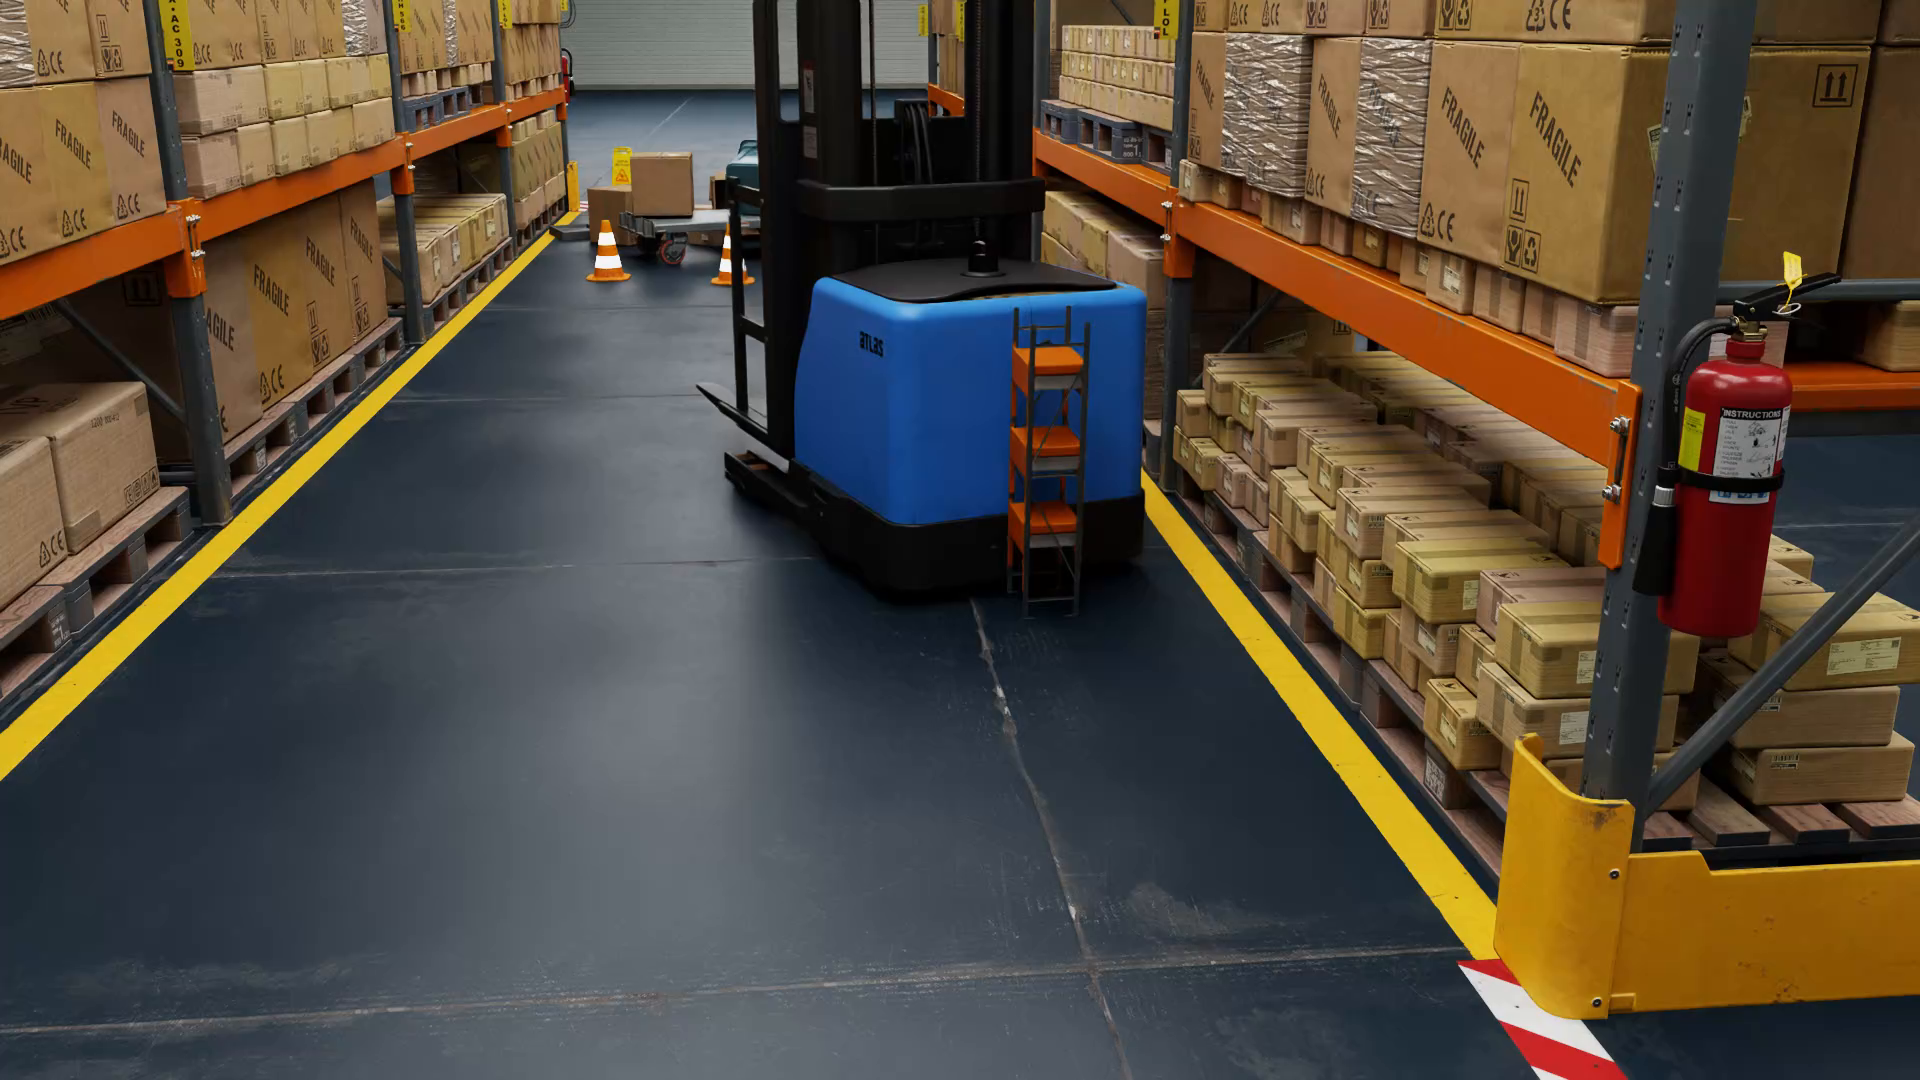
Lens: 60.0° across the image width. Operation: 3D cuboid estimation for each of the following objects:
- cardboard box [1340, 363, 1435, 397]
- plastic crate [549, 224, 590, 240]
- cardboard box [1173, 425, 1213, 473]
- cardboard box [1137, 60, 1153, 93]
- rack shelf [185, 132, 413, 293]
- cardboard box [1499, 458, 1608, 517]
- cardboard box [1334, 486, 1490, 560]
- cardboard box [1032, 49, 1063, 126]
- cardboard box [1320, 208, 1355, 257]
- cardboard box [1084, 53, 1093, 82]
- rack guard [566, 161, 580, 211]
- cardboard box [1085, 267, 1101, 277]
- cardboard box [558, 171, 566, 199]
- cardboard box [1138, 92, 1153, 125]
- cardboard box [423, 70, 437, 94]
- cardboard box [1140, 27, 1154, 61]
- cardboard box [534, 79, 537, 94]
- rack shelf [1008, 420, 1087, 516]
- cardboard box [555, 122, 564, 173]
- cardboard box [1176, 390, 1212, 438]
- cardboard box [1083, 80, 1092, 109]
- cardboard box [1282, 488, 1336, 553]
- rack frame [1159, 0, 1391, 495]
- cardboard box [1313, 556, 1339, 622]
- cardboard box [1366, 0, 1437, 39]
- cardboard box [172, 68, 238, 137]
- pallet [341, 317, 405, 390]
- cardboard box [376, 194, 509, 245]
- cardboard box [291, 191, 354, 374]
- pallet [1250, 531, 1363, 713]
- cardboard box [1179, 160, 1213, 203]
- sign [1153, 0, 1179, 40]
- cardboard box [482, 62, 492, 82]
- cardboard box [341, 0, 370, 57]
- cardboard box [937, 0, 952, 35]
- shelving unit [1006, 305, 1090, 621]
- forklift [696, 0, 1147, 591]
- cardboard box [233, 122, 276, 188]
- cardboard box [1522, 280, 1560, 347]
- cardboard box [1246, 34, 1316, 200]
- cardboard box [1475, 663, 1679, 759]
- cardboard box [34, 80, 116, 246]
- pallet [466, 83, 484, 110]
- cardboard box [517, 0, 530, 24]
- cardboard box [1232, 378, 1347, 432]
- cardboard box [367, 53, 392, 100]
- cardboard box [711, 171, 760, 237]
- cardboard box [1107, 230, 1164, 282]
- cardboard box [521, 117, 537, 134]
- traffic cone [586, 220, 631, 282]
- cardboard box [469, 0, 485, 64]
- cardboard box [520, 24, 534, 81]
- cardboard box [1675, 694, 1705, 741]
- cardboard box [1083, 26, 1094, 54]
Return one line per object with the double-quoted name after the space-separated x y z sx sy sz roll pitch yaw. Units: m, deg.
1.752 -0.615 6.692 0.380 0.149 0.250 -2 17 -5 "cardboard box"
-3.694 -2.964 15.985 0.402 0.080 0.583 -8 19 -25 "plastic crate"
1.109 -0.385 6.955 0.380 0.149 0.250 -3 18 -8 "cardboard box"
1.069 -2.232 8.001 0.380 0.149 0.250 -2 18 -7 "cardboard box"
-3.729 -1.733 8.391 1.077 0.370 4.000 -2 18 -6 "rack shelf"
1.932 -0.154 5.224 0.380 0.149 0.250 -2 17 -5 "cardboard box"
1.328 -0.053 4.903 0.380 0.149 0.250 -1 17 -4 "cardboard box"
0.664 -3.029 11.150 0.500 0.500 0.500 -2 18 -6 "cardboard box"
1.352 -0.980 5.210 0.380 0.149 0.250 -1 17 -4 "cardboard box"
0.915 -2.692 9.466 0.380 0.149 0.250 -2 18 -5 "cardboard box"
-4.752 -3.840 18.075 1.175 0.500 0.348 -2 18 -6 "rack guard"
0.963 -1.190 8.931 0.500 0.500 0.500 -2 18 -7 "cardboard box"
-4.407 -3.704 17.358 0.500 0.250 0.500 -2 18 -6 "cardboard box"
1.076 -2.083 8.021 0.380 0.149 0.250 -3 18 -8 "cardboard box"
-3.770 -3.106 11.281 0.380 0.149 0.250 -2 18 -5 "cardboard box"
1.074 -2.377 7.965 0.380 0.149 0.250 -2 18 -6 "cardboard box"
-4.238 -4.303 15.796 0.380 0.149 0.250 -2 18 -6 "cardboard box"
0.298 -0.250 5.732 0.215 0.259 0.240 -3 21 -11 "rack shelf"
-4.418 -4.071 17.275 0.500 0.500 0.500 -2 18 -5 "cardboard box"
1.110 -0.528 6.912 0.380 0.149 0.250 -1 17 -3 "cardboard box"
0.909 -2.555 9.527 0.380 0.149 0.250 -1 17 -3 "cardboard box"
1.279 -0.069 5.451 0.380 0.149 0.250 -2 18 -5 "cardboard box"
1.391 -1.663 6.968 1.000 3.000 0.127 -2 18 -6 "rack frame"
1.337 0.154 5.238 0.380 0.149 0.250 -1 17 -5 "cardboard box"
1.394 -1.573 4.346 0.500 0.500 0.500 -1 17 -3 "cardboard box"
-3.287 -1.787 6.778 0.500 0.250 0.500 -2 18 -7 "cardboard box"
-3.929 -1.105 9.843 1.003 0.211 1.213 -2 18 -6 "pallet"
-4.291 -2.654 13.810 0.950 0.372 0.625 -2 17 -5 "cardboard box"
-3.859 -1.385 8.926 0.875 0.875 0.875 -2 17 -5 "cardboard box"
1.624 0.230 5.591 1.003 0.211 1.213 -2 18 -6 "pallet"
1.094 -1.449 6.704 0.380 0.149 0.250 -1 17 -4 "cardboard box"
0.839 -2.198 6.736 0.100 0.325 0.005 -2 18 -6 "sign"
-4.020 -3.800 13.490 0.380 0.149 0.250 -2 17 -5 "cardboard box"
-3.561 -2.898 9.065 0.500 0.500 0.500 -1 17 -5 "cardboard box"
0.224 -5.382 16.758 0.875 0.550 0.550 -2 18 -6 "cardboard box"
0.298 -0.260 5.728 0.215 1.050 0.252 -3 21 -11 "shelving unit"
-0.392 -1.615 6.929 1.130 2.935 3.031 -8 19 -24 "forklift"
-3.360 -1.702 7.342 0.500 0.250 0.500 -2 18 -7 "cardboard box"
1.500 -0.516 3.731 0.380 0.149 0.250 -2 18 -6 "cardboard box"
1.265 -1.399 5.463 0.500 0.500 0.500 -2 18 -7 "cardboard box"
1.465 0.398 3.964 0.380 0.149 0.250 -2 18 -7 "cardboard box"
-3.162 -1.245 5.467 0.500 0.500 0.500 -2 18 -7 "cardboard box"
-4.414 -3.540 13.266 1.003 0.211 1.213 -2 18 -6 "pallet"
-4.208 -4.821 14.693 0.700 0.500 0.500 -2 18 -5 "cardboard box"
1.265 -0.521 6.393 0.380 0.149 0.250 -2 18 -6 "cardboard box"
-3.632 -2.703 9.694 0.500 0.250 0.500 -2 18 -6 "cardboard box"
-1.956 -3.206 15.822 0.797 0.637 0.503 -2 18 -6 "cardboard box"
1.023 -1.397 8.338 0.500 0.250 0.500 -1 17 -3 "cardboard box"
-4.179 -3.876 15.570 0.380 0.149 0.250 -1 17 -2 "cardboard box"
-2.827 -2.327 13.318 0.336 0.463 0.334 -2 18 -6 "traffic cone"
-4.019 -3.976 12.968 0.500 0.500 0.500 -2 18 -5 "cardboard box"
-4.230 -4.492 15.314 0.500 0.500 0.500 -2 18 -6 "cardboard box"
1.959 0.447 4.305 0.380 0.149 0.250 -2 18 -6 "cardboard box"
0.911 -2.844 9.452 0.380 0.149 0.250 -3 18 -8 "cardboard box"
